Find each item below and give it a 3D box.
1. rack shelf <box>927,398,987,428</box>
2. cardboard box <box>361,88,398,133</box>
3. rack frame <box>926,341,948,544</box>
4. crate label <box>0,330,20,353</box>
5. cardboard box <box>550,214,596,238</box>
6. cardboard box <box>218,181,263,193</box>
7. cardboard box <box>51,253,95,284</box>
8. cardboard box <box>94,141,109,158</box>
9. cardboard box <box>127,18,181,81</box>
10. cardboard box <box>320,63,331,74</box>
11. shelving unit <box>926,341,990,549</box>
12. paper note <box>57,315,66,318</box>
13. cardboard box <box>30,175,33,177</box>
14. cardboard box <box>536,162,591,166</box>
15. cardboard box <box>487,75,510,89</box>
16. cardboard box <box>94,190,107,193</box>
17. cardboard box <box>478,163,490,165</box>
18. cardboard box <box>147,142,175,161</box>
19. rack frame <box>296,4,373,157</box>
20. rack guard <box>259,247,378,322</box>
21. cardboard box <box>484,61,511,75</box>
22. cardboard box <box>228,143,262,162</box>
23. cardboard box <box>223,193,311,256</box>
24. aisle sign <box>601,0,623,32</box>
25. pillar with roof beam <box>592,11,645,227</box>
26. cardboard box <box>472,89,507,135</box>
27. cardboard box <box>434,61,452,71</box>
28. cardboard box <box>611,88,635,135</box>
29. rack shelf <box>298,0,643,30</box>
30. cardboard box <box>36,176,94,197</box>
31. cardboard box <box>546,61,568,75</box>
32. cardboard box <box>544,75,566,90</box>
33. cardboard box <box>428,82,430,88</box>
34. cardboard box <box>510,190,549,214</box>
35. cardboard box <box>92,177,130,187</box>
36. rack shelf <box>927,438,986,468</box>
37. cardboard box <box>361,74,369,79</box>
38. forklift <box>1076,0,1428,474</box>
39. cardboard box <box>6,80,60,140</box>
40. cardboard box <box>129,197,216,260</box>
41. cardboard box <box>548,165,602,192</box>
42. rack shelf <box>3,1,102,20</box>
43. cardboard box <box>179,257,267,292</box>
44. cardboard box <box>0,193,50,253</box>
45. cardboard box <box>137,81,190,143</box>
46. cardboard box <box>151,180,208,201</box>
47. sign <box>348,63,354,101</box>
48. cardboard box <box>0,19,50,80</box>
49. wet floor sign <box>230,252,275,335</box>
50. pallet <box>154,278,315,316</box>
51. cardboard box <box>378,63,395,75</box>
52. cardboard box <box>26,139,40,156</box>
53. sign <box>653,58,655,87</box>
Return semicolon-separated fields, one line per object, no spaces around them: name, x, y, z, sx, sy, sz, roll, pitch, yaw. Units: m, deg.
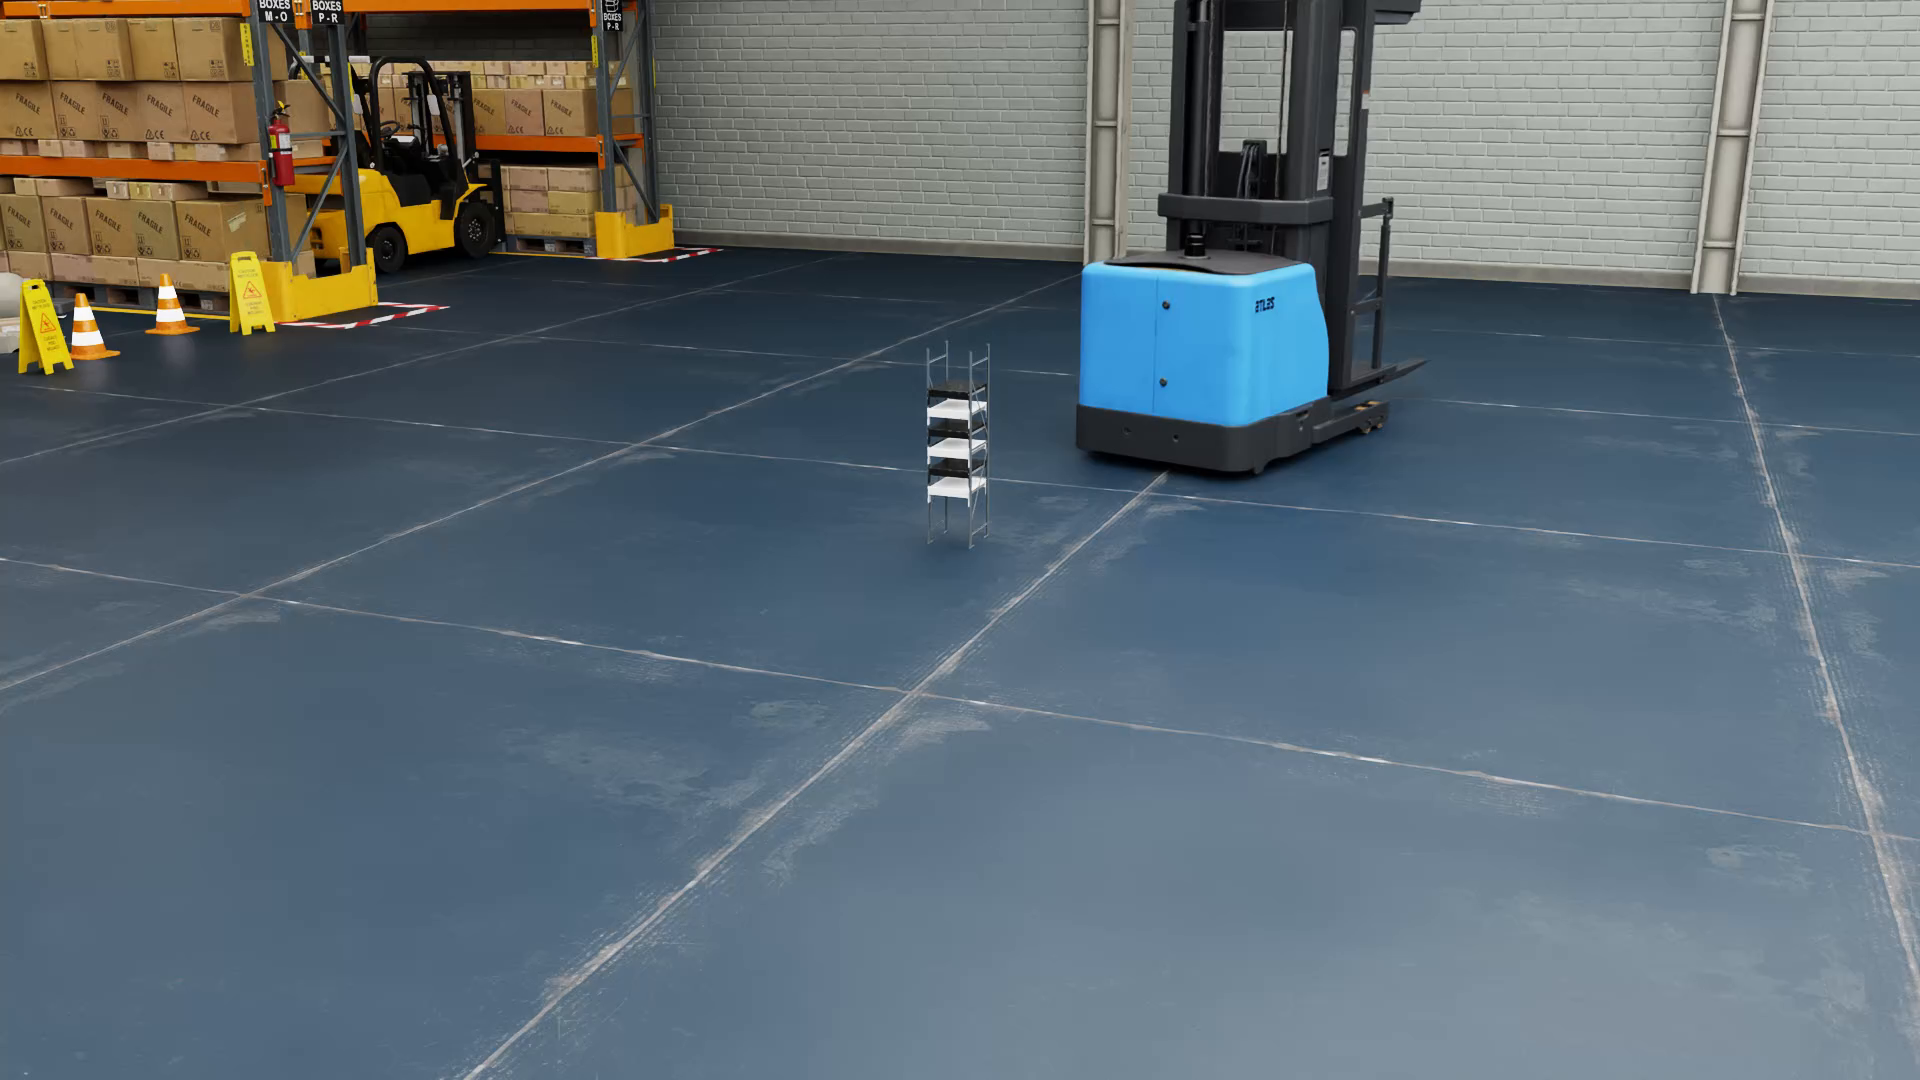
rack shelf;-0.008;-0.574;7.510;0.200;0.077;0.258;6;17;21
cardboard box;-6.620;-5.010;19.371;0.500;0.500;0.500;7;17;22
rack frame;-0.102;-0.443;7.587;0.006;0.900;0.240;6;17;21
crate label;-7.243;-1.503;12.606;0.298;0.136;0.250;-2;16;-8
cardboard box;-4.260;-3.562;18.742;0.500;0.250;0.500;6;17;21
cardboard box;-8.636;-4.317;20.670;0.625;0.625;0.875;6;17;20
cardboard box;-7.800;-2.482;15.020;0.500;0.250;0.500;6;17;20
cardboard box;-7.366;-3.450;14.630;0.250;0.149;0.380;6;17;21
cardboard box;-6.548;-4.147;14.073;0.500;0.500;0.700;6;17;21
cardboard box;-7.240;-5.517;19.420;0.250;0.149;0.380;7;17;22
shelving unit;-0.008;-0.433;7.551;0.210;0.900;0.258;6;17;21
paper note;-7.718;-1.902;14.171;0.148;0.019;0.142;0;16;1
cardboard box;-12.083;-4.576;21.785;0.500;0.500;0.500;6;17;20
cardboard box;-4.550;-4.224;19.230;0.500;0.250;0.500;6;17;21
cardboard box;-5.092;-5.141;18.660;0.250;0.149;0.380;6;17;19
cardboard box;-7.648;-2.983;15.402;0.500;0.500;0.500;7;18;24
cardboard box;-5.668;-4.196;19.131;0.500;0.250;0.500;6;17;20
cardboard box;-6.708;-3.336;14.237;0.250;0.149;0.380;7;17;22
rack frame;-7.428;-5.124;19.943;0.127;3.000;1.000;6;17;21
rack guard;-5.595;-2.234;14.473;0.348;0.500;1.175;6;17;21
cardboard box;-5.099;-5.279;18.600;0.250;0.149;0.380;7;18;22
cardboard box;-5.951;-3.289;14.074;0.250;0.149;0.380;7;18;22
cardboard box;-6.196;-2.825;14.857;0.500;0.500;0.500;6;17;19
aisle sign;-3.753;-5.880;17.886;0.004;0.787;0.394;6;17;21
pillar with roof beam;-5.603;-6.784;14.902;0.400;9.000;9.100;6;17;21
cardboard box;-5.217;-4.853;18.830;0.500;0.500;0.500;6;17;20
cardboard box;-5.774;-5.385;18.965;0.250;0.149;0.380;6;17;21
cardboard box;-4.066;-4.885;18.942;0.500;0.500;0.500;7;18;22
rack shelf;-5.567;-6.014;18.920;4.000;0.370;1.077;6;17;21
cardboard box;-7.971;-3.151;14.819;0.250;0.149;0.380;7;18;24
cardboard box;-4.358;-5.216;18.385;0.250;0.149;0.380;6;17;21
cardboard box;-4.381;-5.055;18.365;0.250;0.149;0.380;7;17;22
cardboard box;-6.047;-5.244;19.015;0.250;0.149;0.380;6;17;19
cardboard box;-4.737;-3.859;18.867;0.500;0.250;0.500;6;17;20
cardboard box;-10.573;-4.527;21.393;0.625;0.625;0.875;7;18;22
rack shelf;-0.008;-0.401;7.560;0.200;0.077;0.258;6;17;21
cardboard box;-6.734;-5.337;19.335;0.250;0.149;0.380;6;17;21
forklift;1.923;-2.105;9.668;1.130;2.935;3.031;12;20;35
cardboard box;-8.001;-3.810;14.703;0.500;0.500;0.500;6;17;20
cardboard box;-6.852;-2.735;14.548;0.500;0.500;0.500;7;18;23
cardboard box;-4.249;-4.042;18.603;0.500;0.250;0.500;7;18;22
rack shelf;-13.009;-6.833;21.739;4.000;0.370;1.077;6;17;21
cardboard box;-6.397;-2.323;14.476;0.500;0.250;0.500;6;17;20
cardboard box;-8.293;-2.895;15.100;0.500;0.500;0.500;7;18;23
cardboard box;-6.594;-3.654;14.168;0.500;0.500;0.500;6;17;21
cardboard box;-6.731;-3.014;14.346;0.250;0.149;0.380;7;18;22
sign;-5.325;-3.983;14.462;0.005;0.325;0.100;6;17;21
cardboard box;-7.991;-4.290;14.563;0.500;0.500;0.700;6;17;19
wet floor sign;-5.740;-1.999;13.403;0.232;0.644;0.267;14;21;40
pallet;-6.338;-2.188;14.831;1.213;0.211;1.003;6;17;21
cardboard box;-6.521;-5.437;19.144;0.250;0.149;0.380;7;17;22
cardboard box;-8.081;-3.515;14.852;0.250;0.149;0.380;6;17;20
sign;-3.497;-5.312;18.896;0.005;0.325;0.100;6;17;21
